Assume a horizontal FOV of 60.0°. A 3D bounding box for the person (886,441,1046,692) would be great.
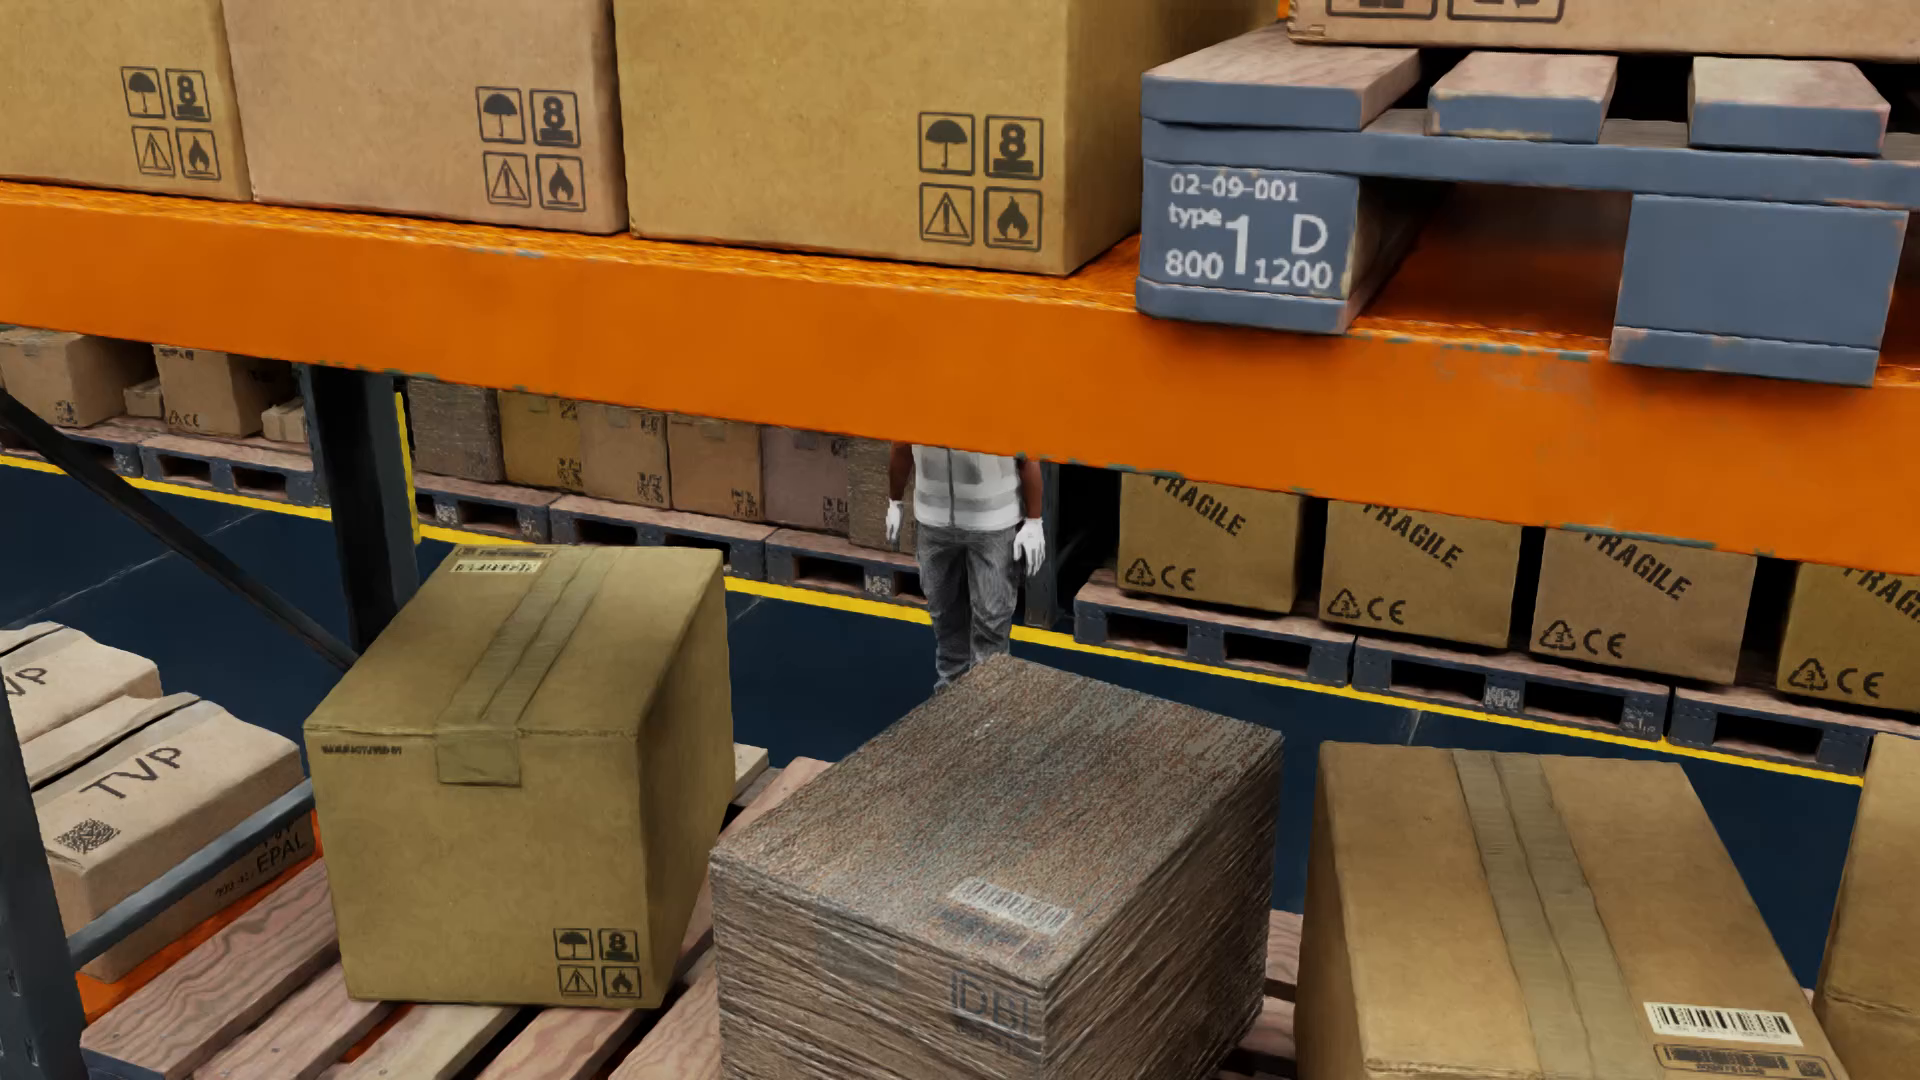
[{"bbox_3d":[-0.011,-0.055,6.141,0.670,1.791,0.452,9,24,22],"label":"person"}]
